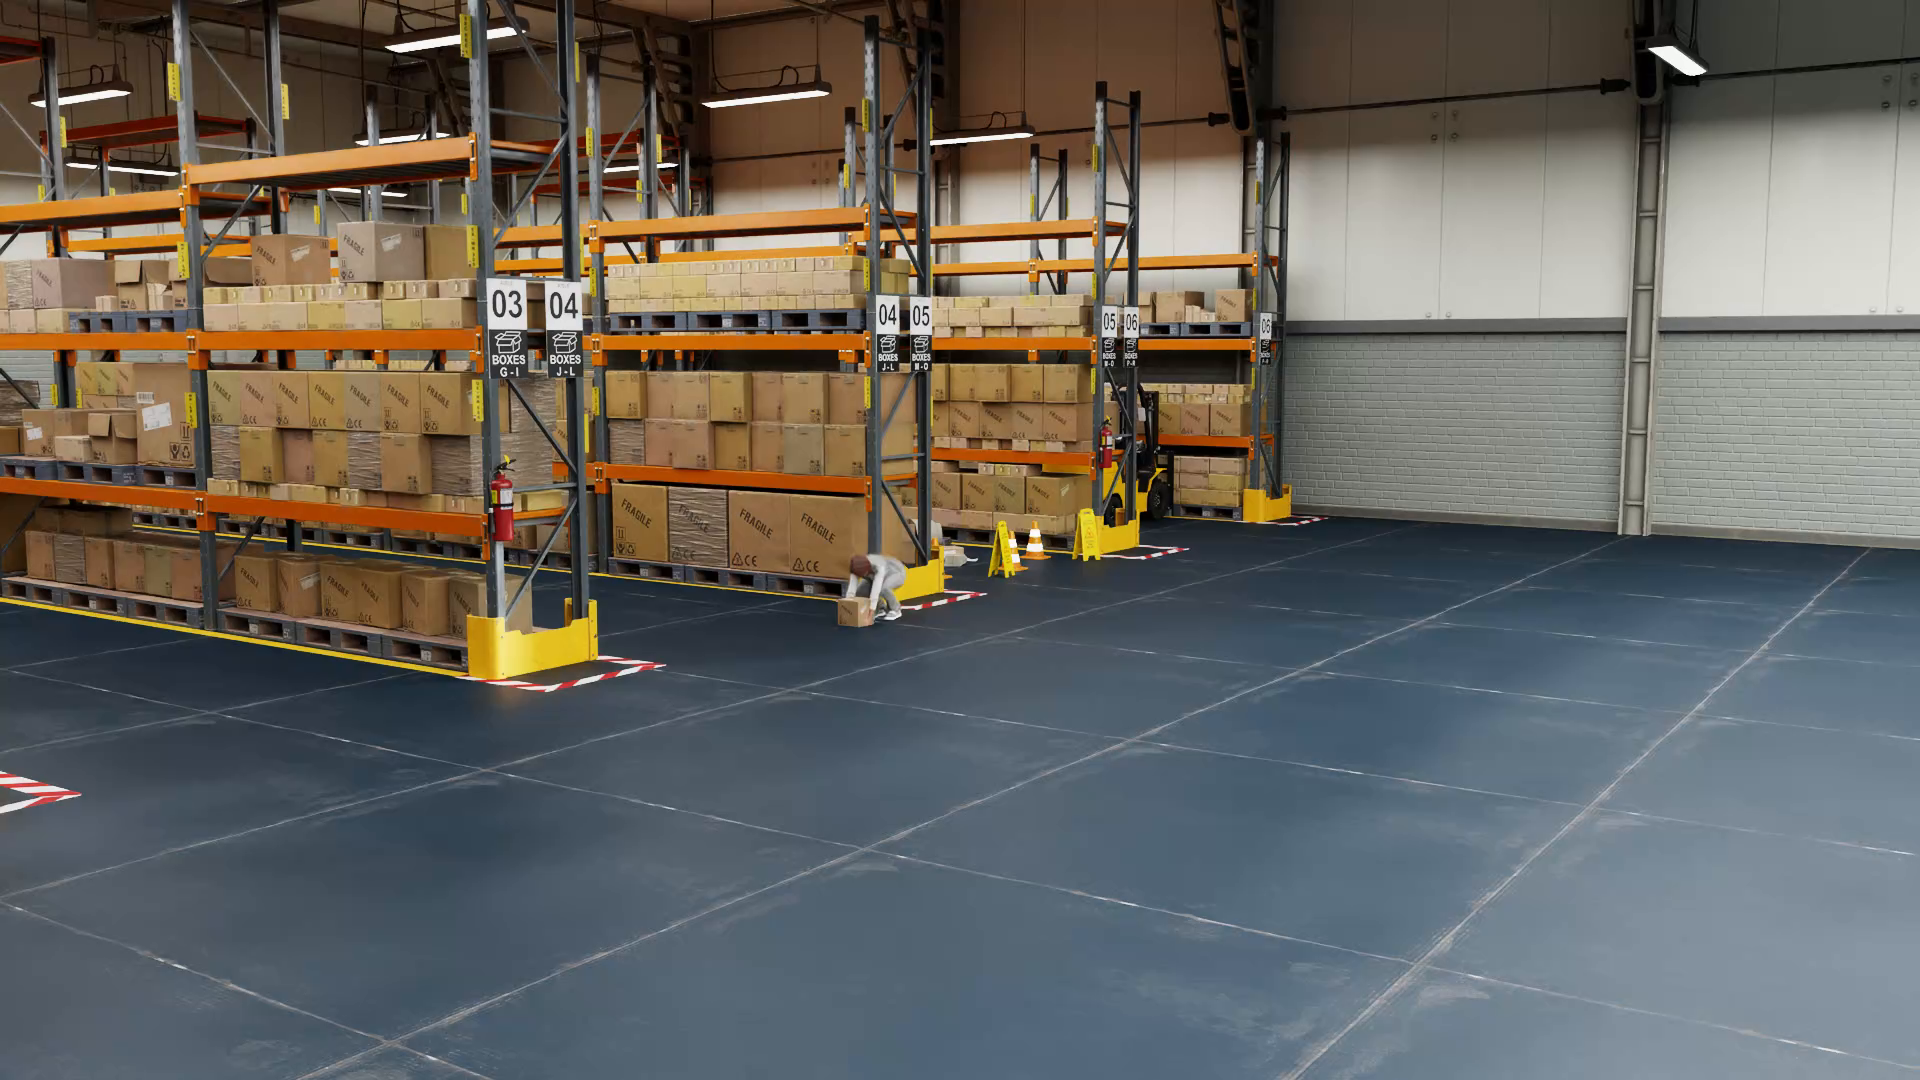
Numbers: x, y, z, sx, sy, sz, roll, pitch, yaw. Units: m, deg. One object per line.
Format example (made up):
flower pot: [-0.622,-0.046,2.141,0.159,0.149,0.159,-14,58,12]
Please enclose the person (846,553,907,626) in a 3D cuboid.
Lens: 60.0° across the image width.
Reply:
person: [-0.833,0.463,16.293,0.425,0.731,0.850,4,8,32]
